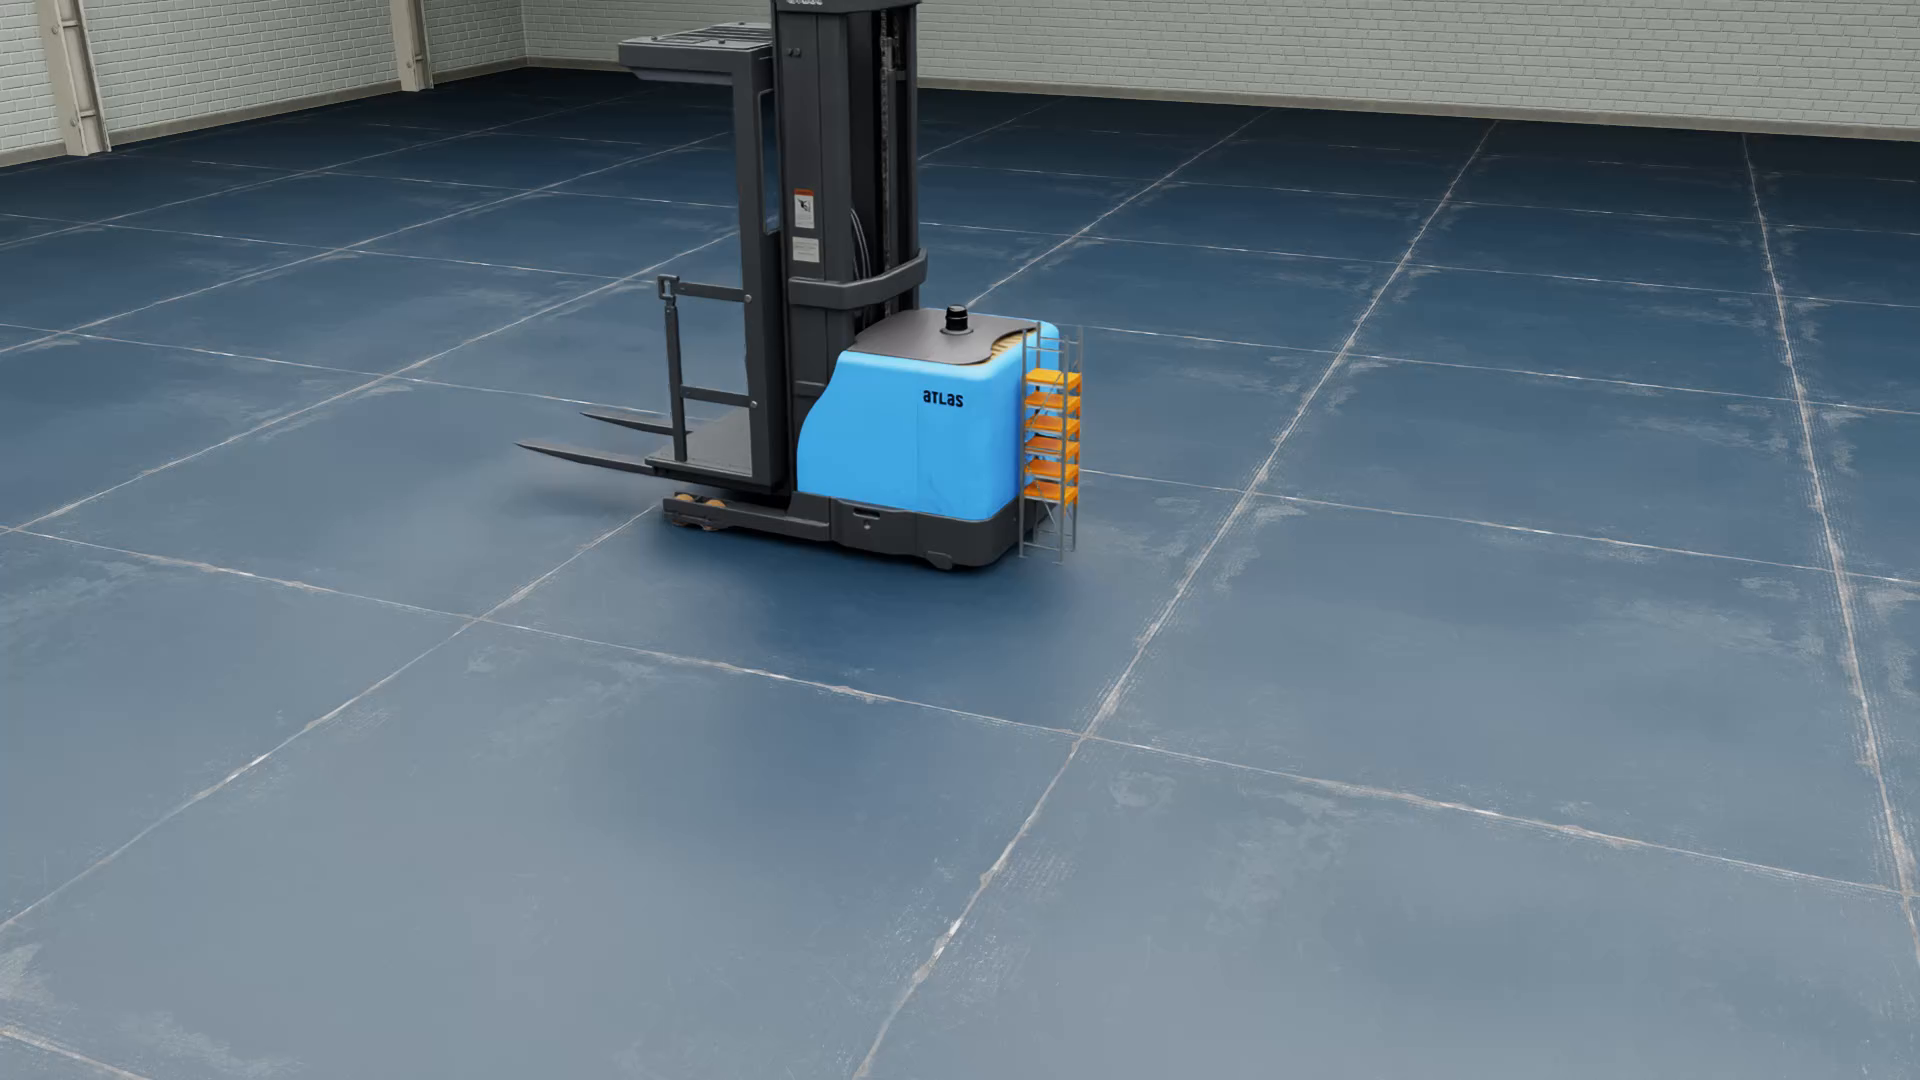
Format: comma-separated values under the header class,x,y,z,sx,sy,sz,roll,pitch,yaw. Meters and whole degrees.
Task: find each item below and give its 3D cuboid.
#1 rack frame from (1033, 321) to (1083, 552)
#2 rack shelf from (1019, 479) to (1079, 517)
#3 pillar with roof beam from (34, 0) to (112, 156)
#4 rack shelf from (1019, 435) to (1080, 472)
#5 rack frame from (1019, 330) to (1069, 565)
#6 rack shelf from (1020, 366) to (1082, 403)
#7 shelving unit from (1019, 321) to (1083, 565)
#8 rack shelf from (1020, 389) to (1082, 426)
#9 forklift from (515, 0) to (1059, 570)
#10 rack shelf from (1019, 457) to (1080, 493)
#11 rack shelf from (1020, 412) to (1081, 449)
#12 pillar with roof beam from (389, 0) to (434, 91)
class,x,y,z,sx,sy,sz,roll,pitch,yaw
rack frame,0.490,-0.510,8.415,0.240,1.200,0.006,10,25,23
rack shelf,0.451,-0.216,8.448,0.258,0.103,0.180,10,25,23
pillar with roof beam,-6.369,-8.146,16.576,9.100,9.000,0.400,9,24,20
rack shelf,0.451,-0.437,8.356,0.258,0.103,0.180,10,25,23
rack frame,0.413,-0.446,8.262,0.240,1.200,0.006,10,25,23
rack shelf,0.452,-0.770,8.217,0.258,0.103,0.180,10,25,23
shelving unit,0.451,-0.478,8.338,0.258,1.200,0.189,10,25,23
rack shelf,0.452,-0.659,8.263,0.258,0.103,0.180,10,25,23
forklift,-1.029,-1.570,8.706,3.031,2.935,1.130,10,25,23
rack shelf,0.451,-0.327,8.402,0.258,0.103,0.180,10,25,23
rack shelf,0.451,-0.548,8.309,0.258,0.103,0.180,10,25,23
pillar with roof beam,-4.141,-10.293,21.716,9.100,9.000,0.400,9,24,20
